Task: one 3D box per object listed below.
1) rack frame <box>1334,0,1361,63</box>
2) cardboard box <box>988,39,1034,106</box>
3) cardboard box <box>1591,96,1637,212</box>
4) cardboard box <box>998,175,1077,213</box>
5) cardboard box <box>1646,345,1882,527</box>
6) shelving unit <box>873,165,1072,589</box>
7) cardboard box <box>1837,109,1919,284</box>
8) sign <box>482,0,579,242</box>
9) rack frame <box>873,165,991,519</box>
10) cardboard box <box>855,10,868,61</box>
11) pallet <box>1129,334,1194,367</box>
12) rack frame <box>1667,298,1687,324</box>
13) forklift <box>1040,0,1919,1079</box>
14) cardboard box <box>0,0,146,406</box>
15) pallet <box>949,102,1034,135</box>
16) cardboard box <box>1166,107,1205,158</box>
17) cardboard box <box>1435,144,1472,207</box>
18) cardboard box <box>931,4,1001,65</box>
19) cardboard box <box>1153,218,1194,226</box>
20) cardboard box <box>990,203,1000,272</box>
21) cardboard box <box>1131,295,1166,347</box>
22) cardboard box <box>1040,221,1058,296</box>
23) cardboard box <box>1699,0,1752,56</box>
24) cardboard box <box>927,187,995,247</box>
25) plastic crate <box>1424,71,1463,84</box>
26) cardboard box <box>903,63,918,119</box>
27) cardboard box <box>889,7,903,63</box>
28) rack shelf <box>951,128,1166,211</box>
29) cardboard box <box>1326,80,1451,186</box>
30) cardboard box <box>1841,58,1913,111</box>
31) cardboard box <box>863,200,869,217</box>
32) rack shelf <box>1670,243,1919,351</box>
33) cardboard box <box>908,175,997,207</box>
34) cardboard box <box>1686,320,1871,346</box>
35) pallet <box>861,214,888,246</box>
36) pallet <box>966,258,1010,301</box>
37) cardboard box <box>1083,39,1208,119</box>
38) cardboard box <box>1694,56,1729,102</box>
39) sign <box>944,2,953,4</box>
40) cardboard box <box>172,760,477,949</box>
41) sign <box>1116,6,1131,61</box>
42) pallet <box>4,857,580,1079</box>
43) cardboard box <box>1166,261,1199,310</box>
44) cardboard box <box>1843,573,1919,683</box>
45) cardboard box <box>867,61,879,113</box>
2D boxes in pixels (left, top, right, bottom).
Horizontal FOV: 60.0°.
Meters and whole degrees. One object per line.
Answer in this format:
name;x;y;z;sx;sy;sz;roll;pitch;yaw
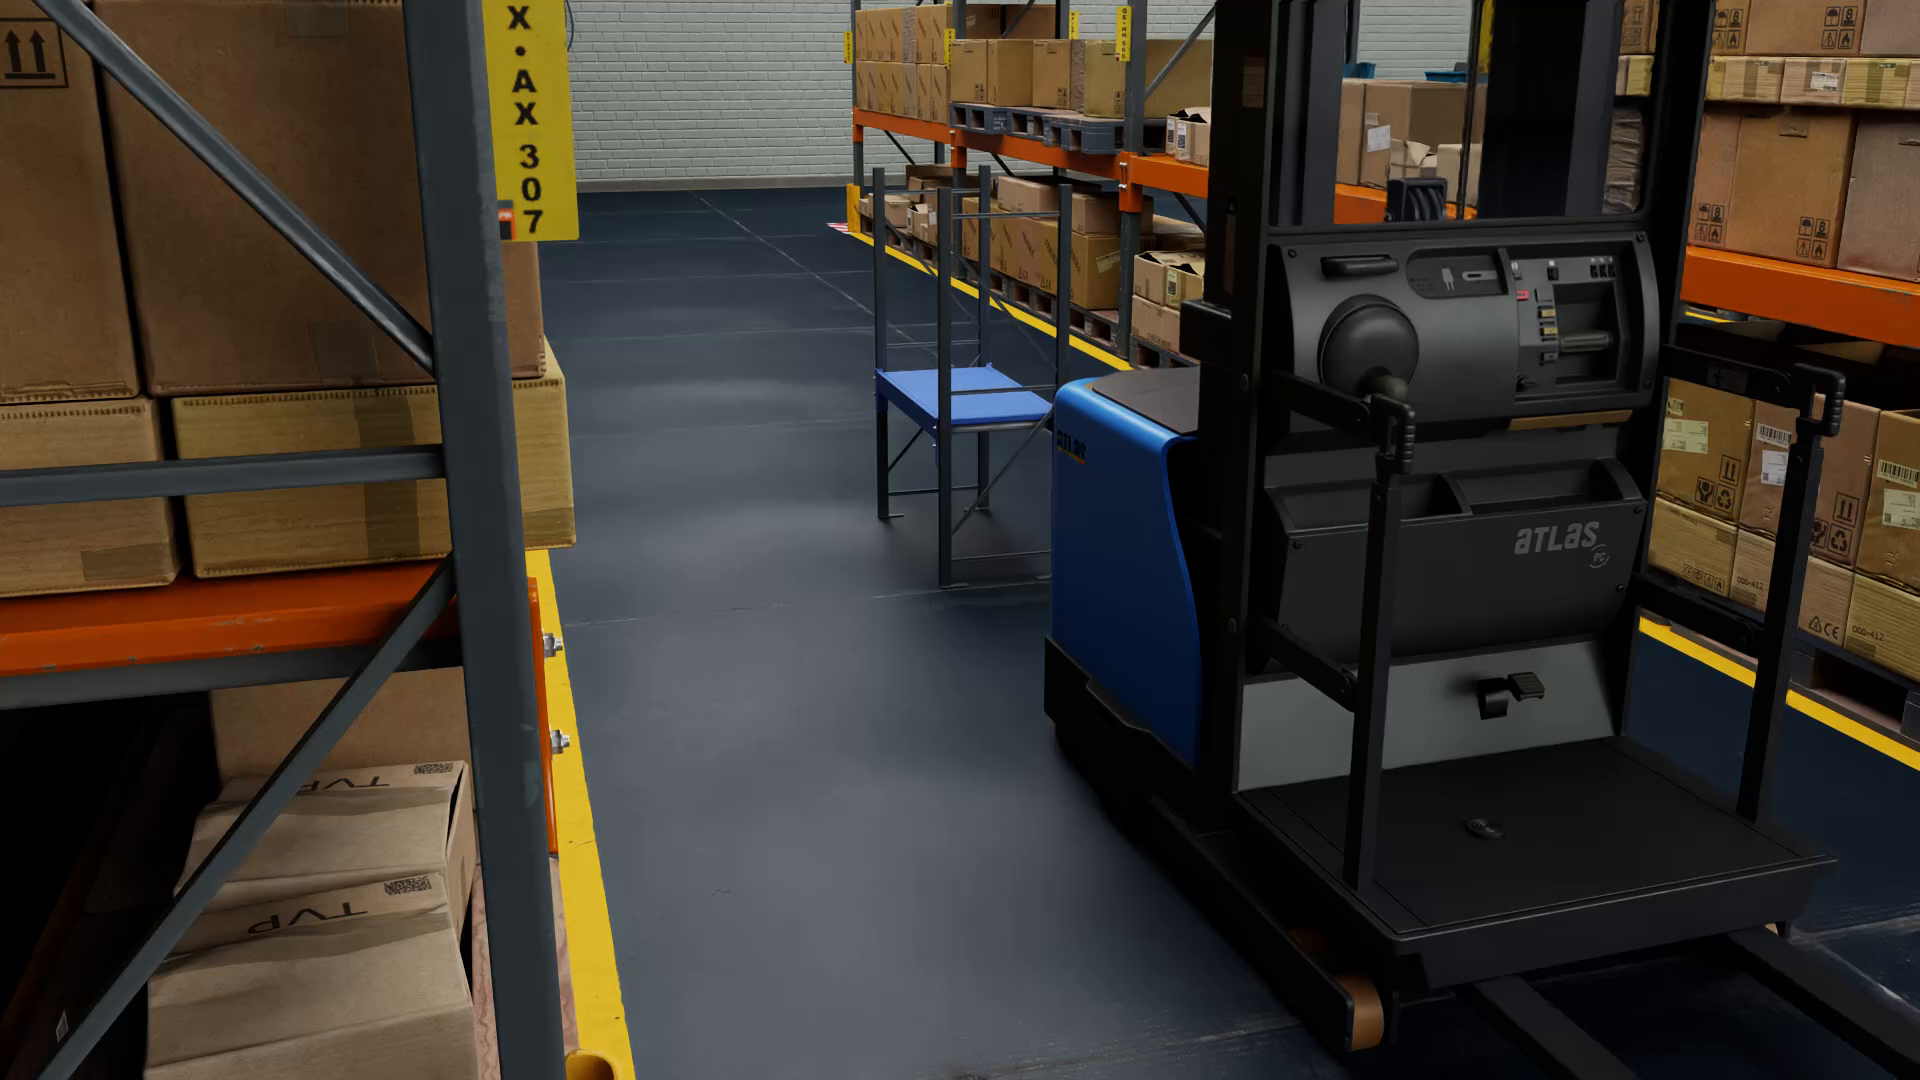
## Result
rack frame;4.100;-5.266;19.269;1.000;3.000;0.127;-5;17;-15
cardboard box;0.600;-3.684;13.099;0.700;0.500;0.500;-2;17;-6
cardboard box;2.762;-1.482;6.497;0.700;0.500;0.500;-5;17;-17
cardboard box;0.609;-2.712;13.044;0.500;0.250;0.500;-5;17;-15
cardboard box;2.735;-0.370;5.716;0.500;0.500;0.500;-5;17;-15
shelving unit;0.023;-0.695;6.658;0.538;1.500;1.048;-5;17;-15
cardboard box;3.189;-1.056;5.079;0.700;0.500;0.500;-4;17;-14
sign;-0.507;-0.515;1.946;0.100;0.325;0.005;-5;17;-15
rack frame;-0.116;-0.835;7.126;0.500;1.500;0.032;-5;17;-15
cardboard box;-0.796;-5.259;17.333;0.500;0.500;0.500;-4;17;-14
pallet;1.723;-1.096;10.235;1.003;0.211;1.213;-5;17;-15
rack frame;2.634;-1.556;6.919;1.000;3.000;0.127;-5;17;-15
forklift;1.182;-0.485;3.472;1.130;2.935;3.031;-5;18;-17
cardboard box;-1.363;-0.468;2.217;0.500;0.500;0.500;-5;17;-16
pallet;0.550;-3.447;13.549;1.003;0.211;1.213;-5;17;-15
cardboard box;1.593;-2.516;10.268;0.500;0.311;0.500;-4;17;-12
cardboard box;2.457;-1.617;7.382;0.500;0.250;0.500;-4;17;-12
cardboard box;0.047;-4.415;14.525;0.500;0.500;0.500;-5;17;-15
cardboard box;1.402;-2.108;12.337;0.500;0.500;0.500;-5;17;-16
cardboard box;0.491;-2.483;13.584;0.500;0.500;0.500;-4;17;-14
cardboard box;1.396;-1.379;10.378;0.500;0.250;0.500;-5;17;-15
cardboard box;0.910;-2.059;12.175;0.500;0.500;0.500;-5;18;-17
cardboard box;2.902;-1.963;5.846;0.700;0.500;0.500;-5;17;-15
cardboard box;0.006;-2.918;15.032;0.500;0.500;0.500;-5;17;-15
plastic crate;4.743;-4.283;15.920;0.392;0.384;0.575;-5;17;-15
cardboard box;-0.235;-4.219;15.611;0.500;0.500;0.500;-4;17;-14
cardboard box;-0.371;-4.835;15.924;0.500;0.500;0.500;-5;17;-16
rack shelf;0.985;-2.871;12.547;1.077;0.370;4.000;-5;17;-15
cardboard box;2.156;-2.102;8.562;0.500;0.500;0.500;-5;17;-15
cardboard box;2.951;-1.397;5.087;0.380;0.149;0.250;-5;17;-16
cardboard box;-0.811;-3.517;17.607;0.380;0.166;0.250;-5;17;-15
rack shelf;3.183;-0.658;5.181;1.077;0.370;4.000;-5;17;-15
cardboard box;-0.086;-3.303;16.310;0.797;0.503;0.637;-5;17;-15
cardboard box;3.098;-0.549;6.313;0.500;0.500;0.500;-5;17;-15
pallet;-0.423;-3.298;17.566;1.003;0.211;1.213;-5;17;-15
pallet;0.695;-2.211;13.948;1.003;0.211;1.213;-5;17;-15
cardboard box;1.253;-3.077;11.078;0.700;0.500;0.500;-12;20;-34
cardboard box;2.737;-1.612;5.803;0.380;0.149;0.250;-5;17;-16
sign;-0.125;-5.620;17.885;0.100;0.325;0.005;-5;17;-15
cardboard box;-1.289;0.664;3.437;0.500;0.311;0.500;-3;17;-11
sign;1.015;-3.134;10.295;0.100;0.325;0.005;-5;17;-15
pallet;-1.239;1.030;3.157;1.003;0.211;1.213;-5;17;-15
cardboard box;1.549;-1.503;9.816;0.500;0.311;0.500;-5;17;-17
cardboard box;3.014;0.265;4.904;0.500;0.250;0.500;-5;17;-15
cardboard box;-0.649;-4.638;17.003;0.500;0.500;0.500;-5;17;-16
